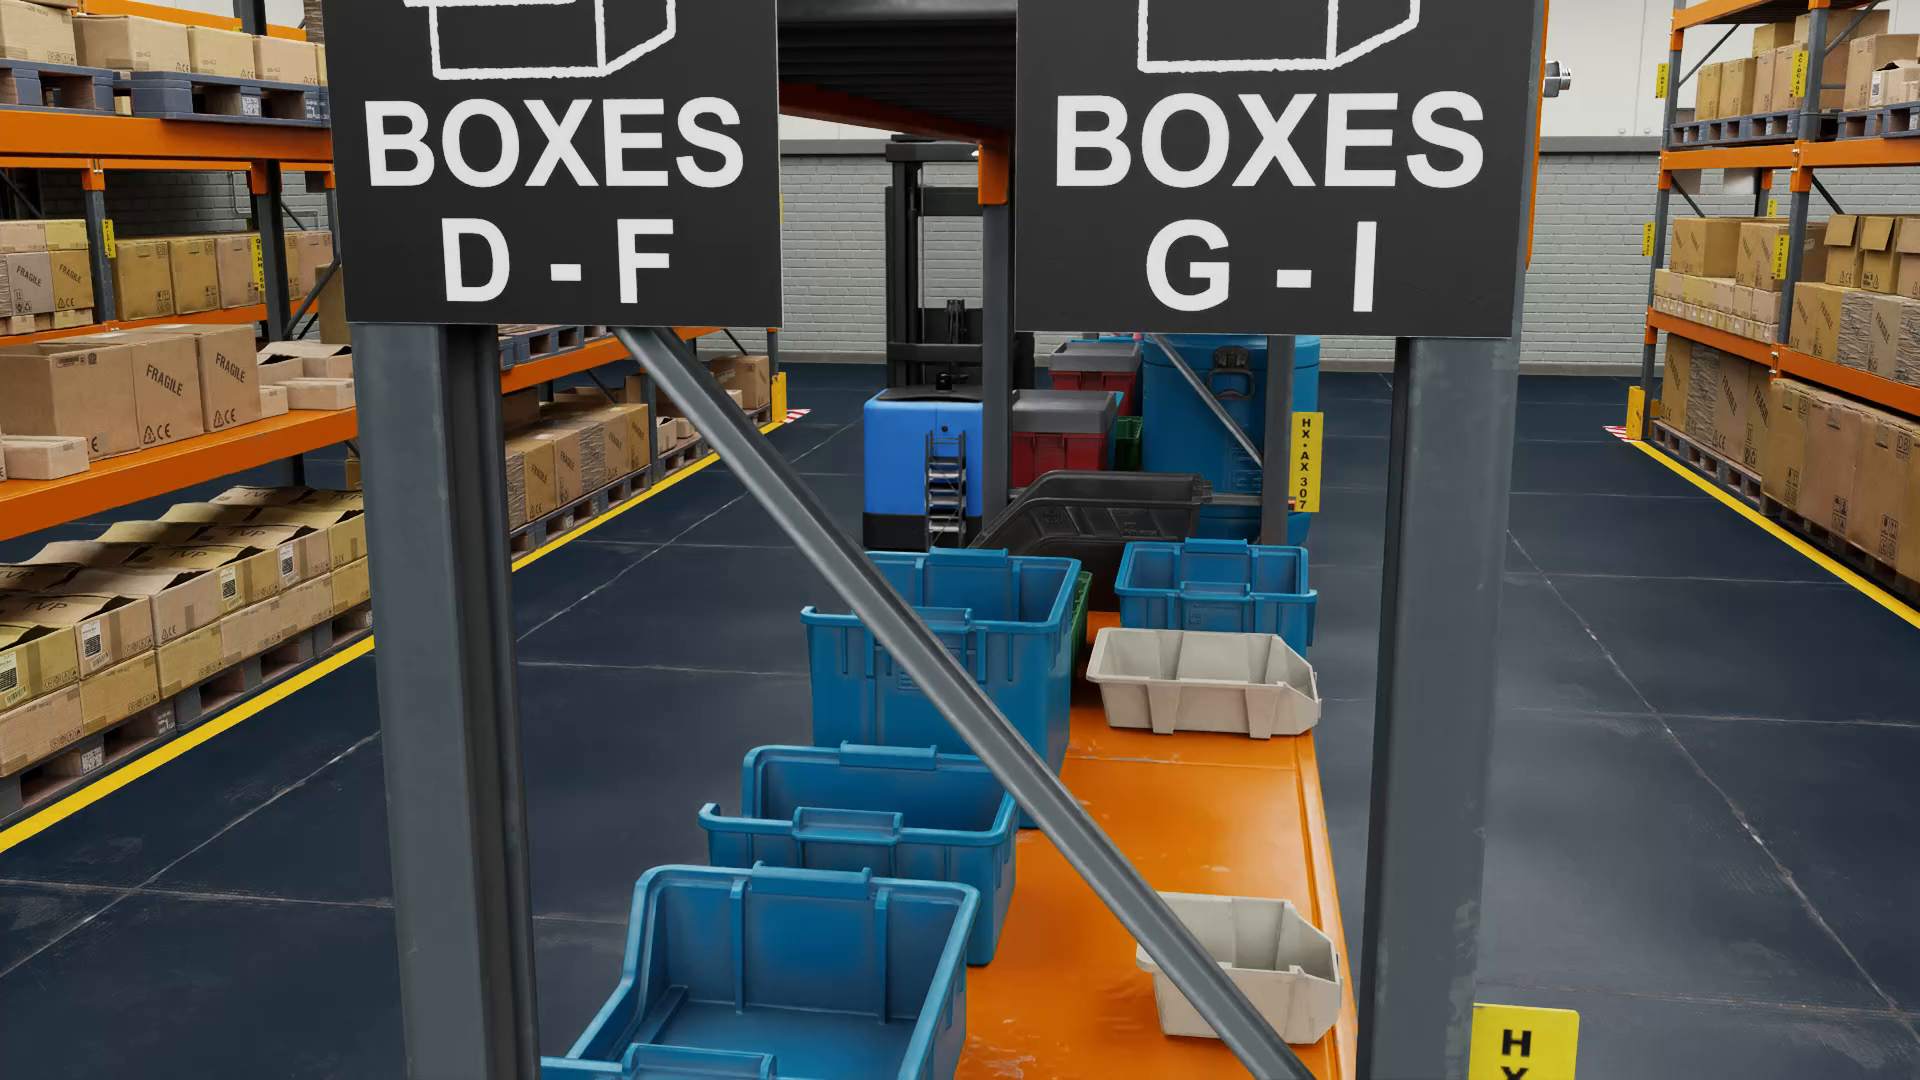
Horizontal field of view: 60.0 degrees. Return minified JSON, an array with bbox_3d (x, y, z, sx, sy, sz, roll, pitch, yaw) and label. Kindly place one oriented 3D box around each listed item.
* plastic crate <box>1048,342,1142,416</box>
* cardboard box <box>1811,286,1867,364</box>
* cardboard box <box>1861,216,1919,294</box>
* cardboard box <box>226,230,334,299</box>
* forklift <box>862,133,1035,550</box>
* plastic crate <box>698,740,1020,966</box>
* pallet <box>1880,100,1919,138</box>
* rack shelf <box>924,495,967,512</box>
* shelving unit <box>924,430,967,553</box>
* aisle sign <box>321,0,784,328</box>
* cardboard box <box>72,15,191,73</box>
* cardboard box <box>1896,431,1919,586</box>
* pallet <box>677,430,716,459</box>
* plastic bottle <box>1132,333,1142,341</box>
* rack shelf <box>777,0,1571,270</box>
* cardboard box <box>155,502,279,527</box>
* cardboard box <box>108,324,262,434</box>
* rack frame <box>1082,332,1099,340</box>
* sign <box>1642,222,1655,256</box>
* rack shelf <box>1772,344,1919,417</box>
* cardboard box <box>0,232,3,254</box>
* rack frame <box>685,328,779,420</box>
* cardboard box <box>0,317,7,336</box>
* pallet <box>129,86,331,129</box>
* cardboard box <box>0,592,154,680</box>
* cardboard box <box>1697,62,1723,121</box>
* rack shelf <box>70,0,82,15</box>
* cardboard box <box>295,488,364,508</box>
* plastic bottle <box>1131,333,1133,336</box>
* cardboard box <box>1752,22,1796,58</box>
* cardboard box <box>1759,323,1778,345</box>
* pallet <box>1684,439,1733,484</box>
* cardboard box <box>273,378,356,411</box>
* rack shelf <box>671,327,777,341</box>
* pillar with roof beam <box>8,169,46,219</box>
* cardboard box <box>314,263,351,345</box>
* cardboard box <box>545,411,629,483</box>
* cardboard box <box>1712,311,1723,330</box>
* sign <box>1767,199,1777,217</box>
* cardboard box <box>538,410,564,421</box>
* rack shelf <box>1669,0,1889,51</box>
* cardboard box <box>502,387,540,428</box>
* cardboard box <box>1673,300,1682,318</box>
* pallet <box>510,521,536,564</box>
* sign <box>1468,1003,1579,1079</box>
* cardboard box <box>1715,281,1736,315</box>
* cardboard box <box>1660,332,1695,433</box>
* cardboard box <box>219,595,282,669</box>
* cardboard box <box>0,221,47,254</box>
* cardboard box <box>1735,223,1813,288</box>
[{"bbox_3d":[0.641,-0.674,7.850,0.402,0.464,0.583,2,12,9],"label":"plastic crate"},{"bbox_3d":[6.307,-1.498,11.588,0.500,0.500,0.500,2,12,9],"label":"cardboard box"},{"bbox_3d":[6.494,-1.905,11.095,0.797,0.503,0.637,2,12,9],"label":"cardboard box"},{"bbox_3d":[-7.436,-2.996,18.063,0.980,0.700,0.700,2,12,11],"label":"cardboard box"},{"bbox_3d":[0.030,-1.611,12.512,1.130,2.935,3.031,2,12,7],"label":"forklift"},{"bbox_3d":[-0.152,0.520,2.815,0.499,0.251,0.408,2,12,9],"label":"plastic crate"},{"bbox_3d":[6.301,-2.552,10.042,1.003,0.211,1.213,2,12,11],"label":"pallet"},{"bbox_3d":[-0.096,-0.244,11.147,0.258,0.077,0.200,2,12,7],"label":"rack shelf"},{"bbox_3d":[-0.096,-0.276,11.140,0.258,0.900,0.210,2,12,7],"label":"shelving unit"},{"bbox_3d":[-0.343,-0.570,1.346,0.394,0.787,0.004,2,12,9],"label":"aisle sign"},{"bbox_3d":[-3.963,-2.292,7.750,0.500,0.250,0.500,1,12,4],"label":"cardboard box"},{"bbox_3d":[6.212,-0.119,9.470,1.225,0.875,0.875,1,12,6],"label":"cardboard box"},{"bbox_3d":[-2.795,-0.998,16.123,1.003,0.211,1.213,2,12,9],"label":"pallet"},{"bbox_3d":[1.179,-1.282,11.100,0.061,0.283,0.133,2,12,9],"label":"plastic bottle"},{"bbox_3d":[0.269,-0.835,3.336,1.077,0.370,4.000,2,12,9],"label":"rack shelf"},{"bbox_3d":[-4.145,-0.057,9.336,0.500,0.311,0.500,2,12,7],"label":"cardboard box"},{"bbox_3d":[-3.944,-0.830,8.486,0.500,0.500,0.500,1,12,6],"label":"cardboard box"},{"bbox_3d":[1.192,-0.969,9.372,1.000,3.000,0.127,2,12,9],"label":"rack frame"},{"bbox_3d":[6.769,-2.955,16.344,0.100,0.325,0.005,2,12,9],"label":"sign"},{"bbox_3d":[6.393,-0.874,10.635,1.077,0.370,4.000,2,12,9],"label":"rack shelf"},{"bbox_3d":[-7.968,-2.376,13.127,0.500,0.250,0.500,2,12,10],"label":"cardboard box"},{"bbox_3d":[-2.472,-2.796,17.848,1.000,3.000,0.127,2,12,9],"label":"rack frame"},{"bbox_3d":[-7.940,-1.719,13.399,0.380,0.149,0.250,2,12,9],"label":"cardboard box"},{"bbox_3d":[-3.718,-2.361,9.155,1.213,0.211,1.003,2,12,11],"label":"pallet"},{"bbox_3d":[-3.925,0.385,7.287,0.500,0.311,0.500,2,12,8],"label":"cardboard box"},{"bbox_3d":[7.083,-4.021,14.938,0.700,0.500,0.500,1,12,7],"label":"cardboard box"},{"bbox_3d":[-8.290,-4.092,12.279,1.077,0.370,4.000,2,12,9],"label":"rack shelf"},{"bbox_3d":[-3.539,-0.149,9.764,0.500,0.311,0.500,2,12,10],"label":"cardboard box"},{"bbox_3d":[1.123,-1.379,11.391,0.144,0.351,0.185,2,12,9],"label":"plastic bottle"},{"bbox_3d":[6.996,-4.190,13.945,0.500,0.250,0.500,1,12,7],"label":"cardboard box"},{"bbox_3d":[6.424,-1.593,12.861,0.380,0.149,0.250,2,12,9],"label":"cardboard box"},{"bbox_3d":[7.080,-0.689,14.689,1.003,0.211,1.213,2,12,9],"label":"pallet"},{"bbox_3d":[-3.567,-0.812,9.236,0.380,0.149,0.250,2,12,9],"label":"cardboard box"},{"bbox_3d":[-2.779,-2.028,15.992,1.077,0.370,4.000,2,12,9],"label":"rack shelf"},{"bbox_3d":[-4.476,-5.090,14.252,9.100,9.000,0.400,2,12,9],"label":"pillar with roof beam"},{"bbox_3d":[-3.717,-1.520,10.691,0.700,0.500,0.500,-2,12,-10],"label":"cardboard box"},{"bbox_3d":[-2.964,-0.742,13.205,0.500,0.500,0.500,2,12,9],"label":"cardboard box"},{"bbox_3d":[6.621,-1.860,14.103,0.380,0.149,0.250,2,12,8],"label":"cardboard box"},{"bbox_3d":[7.850,-3.136,16.113,0.100,0.325,0.005,2,12,9],"label":"sign"},{"bbox_3d":[-3.473,-0.752,13.253,0.500,0.500,0.500,2,12,9],"label":"cardboard box"},{"bbox_3d":[7.009,-4.443,13.909,1.077,0.370,4.000,2,12,9],"label":"rack shelf"},{"bbox_3d":[-3.556,-1.022,12.725,0.500,0.250,0.500,2,12,9],"label":"cardboard box"},{"bbox_3d":[6.819,-2.127,15.340,0.380,0.149,0.250,2,12,8],"label":"cardboard box"},{"bbox_3d":[-3.550,0.078,11.129,1.003,0.211,1.213,2,12,9],"label":"pallet"},{"bbox_3d":[0.504,0.579,1.528,0.100,0.325,0.005,2,12,9],"label":"sign"},{"bbox_3d":[6.665,-2.028,13.935,0.500,0.250,0.500,2,12,10],"label":"cardboard box"},{"bbox_3d":[7.297,-1.505,15.904,0.875,0.875,0.875,2,12,9],"label":"cardboard box"},{"bbox_3d":[-3.774,0.445,8.340,0.500,0.250,0.500,2,12,10],"label":"cardboard box"},{"bbox_3d":[-7.889,-2.482,13.620,0.500,0.250,0.500,2,12,10],"label":"cardboard box"},{"bbox_3d":[6.589,-2.289,13.364,0.500,0.500,0.500,2,12,9],"label":"cardboard box"}]
